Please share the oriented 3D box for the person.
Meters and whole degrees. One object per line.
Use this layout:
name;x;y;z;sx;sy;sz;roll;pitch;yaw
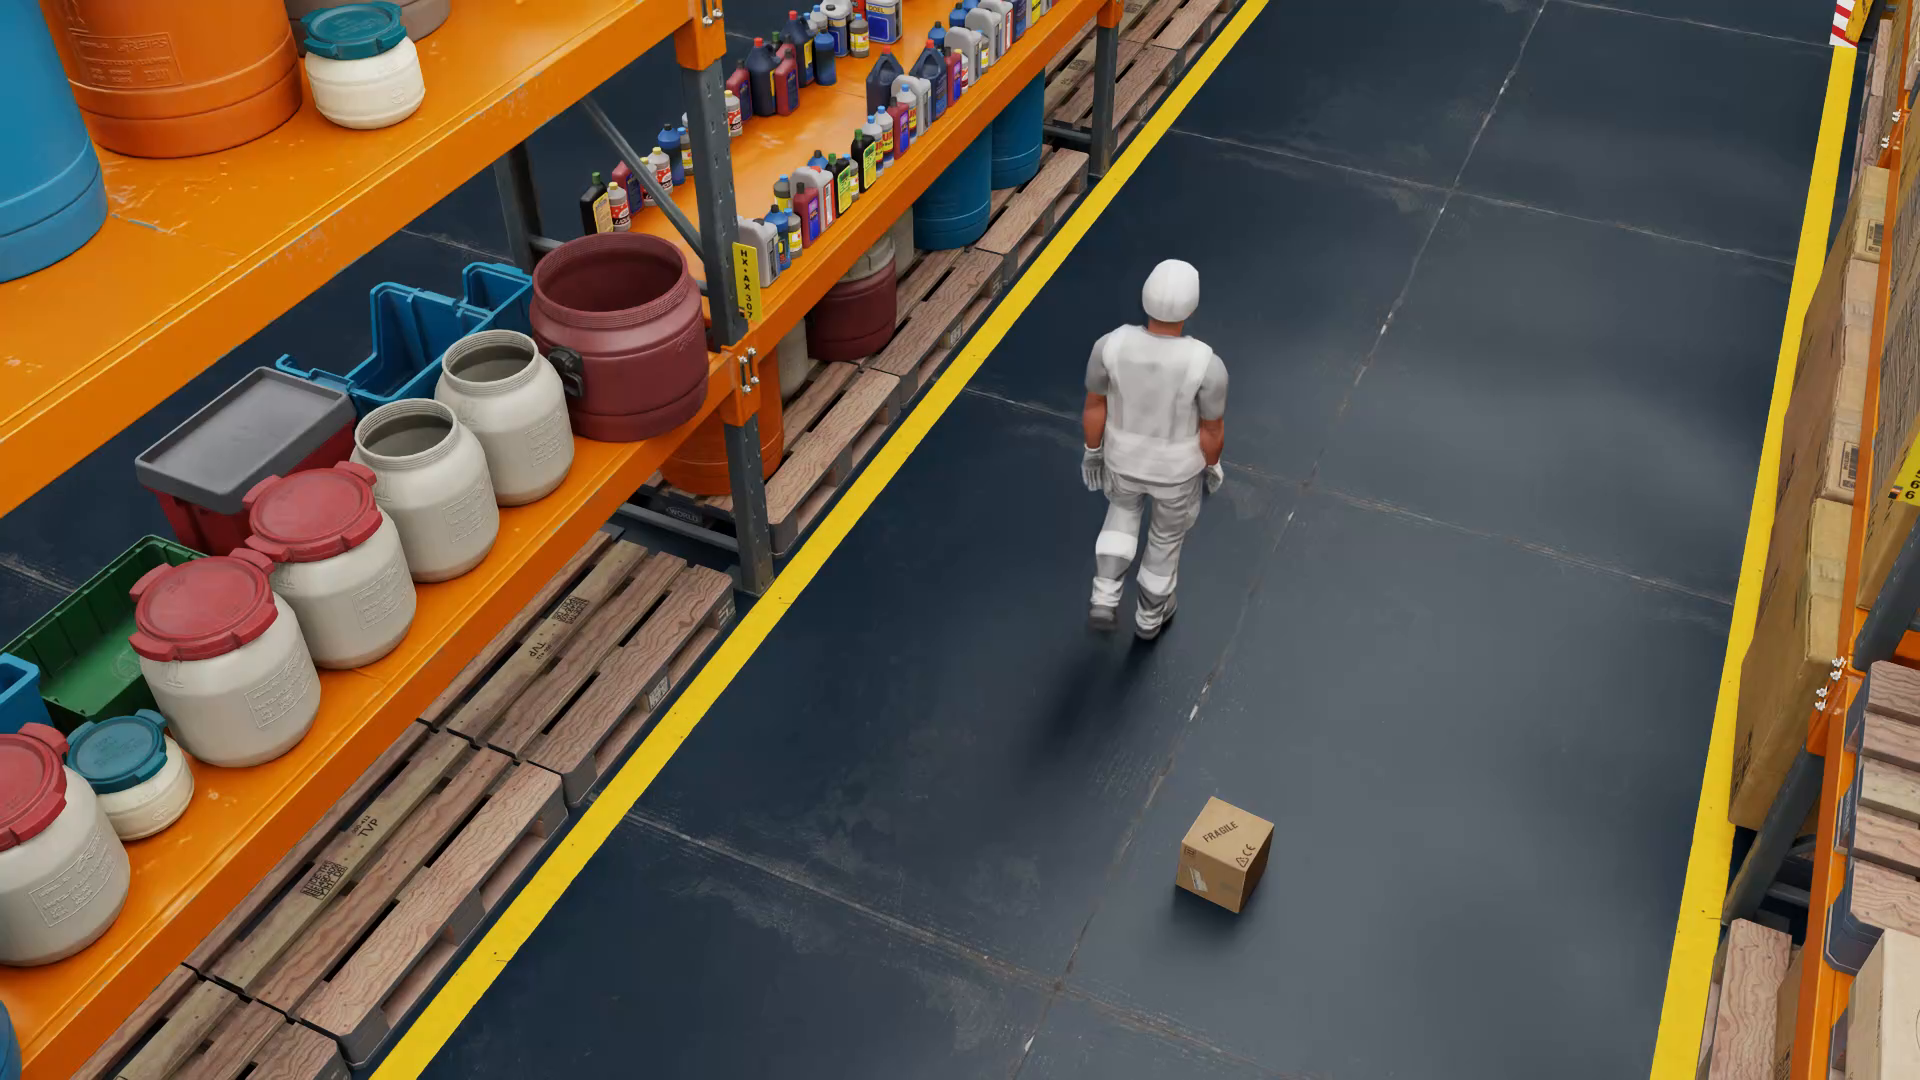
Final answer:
person;0.740;-0.307;6.449;0.544;1.780;0.478;16;44;17
